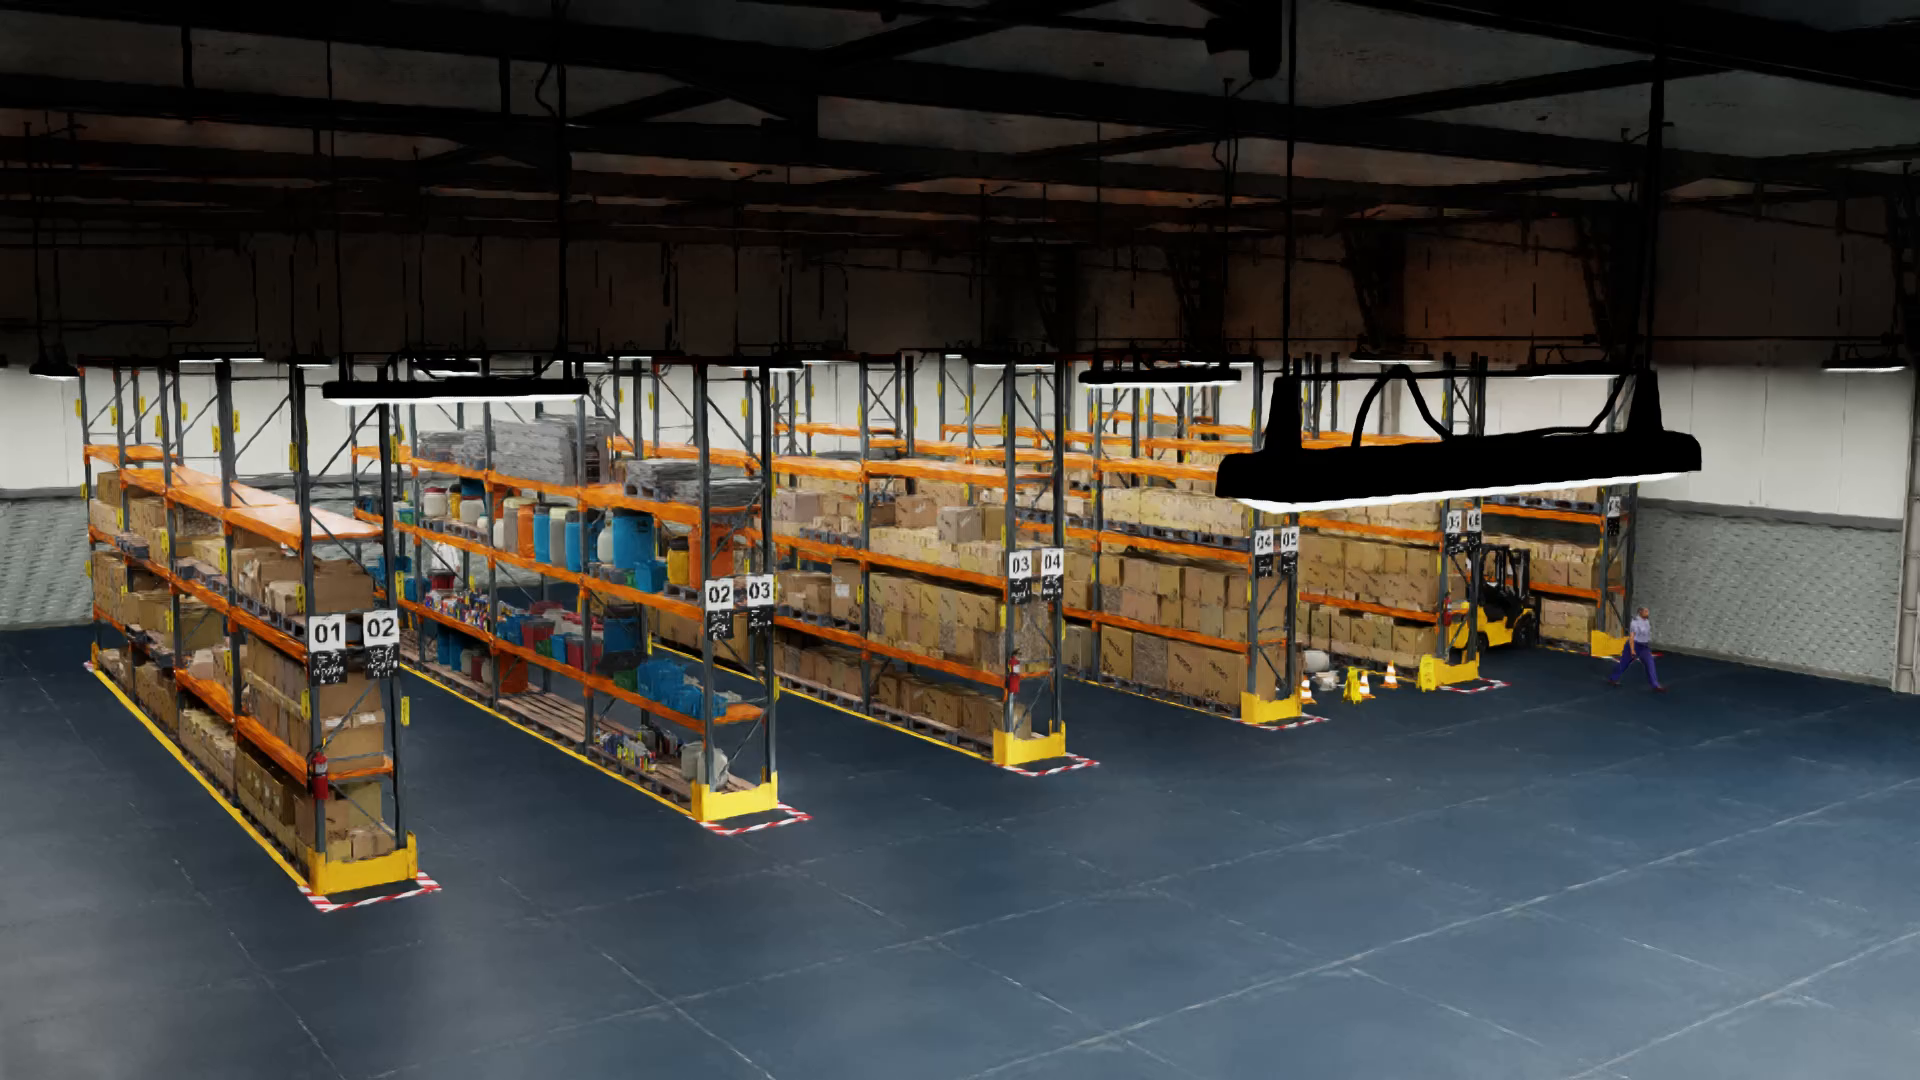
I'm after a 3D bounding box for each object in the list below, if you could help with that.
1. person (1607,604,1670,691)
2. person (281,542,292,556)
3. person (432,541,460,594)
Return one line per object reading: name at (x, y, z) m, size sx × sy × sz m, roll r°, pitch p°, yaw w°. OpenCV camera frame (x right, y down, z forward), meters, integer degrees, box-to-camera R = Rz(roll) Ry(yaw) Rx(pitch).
person at (12.213, 1.915, 29.947) m, size 0.479 × 1.567 × 1.090 m, roll -4°, pitch 8°, yaw -32°
person at (-15.461, 0.885, 37.950) m, size 0.677 × 1.725 × 0.574 m, roll -5°, pitch 9°, yaw -36°
person at (-12.212, 0.646, 39.532) m, size 0.694 × 1.763 × 0.537 m, roll 2°, pitch 7°, yaw 19°
